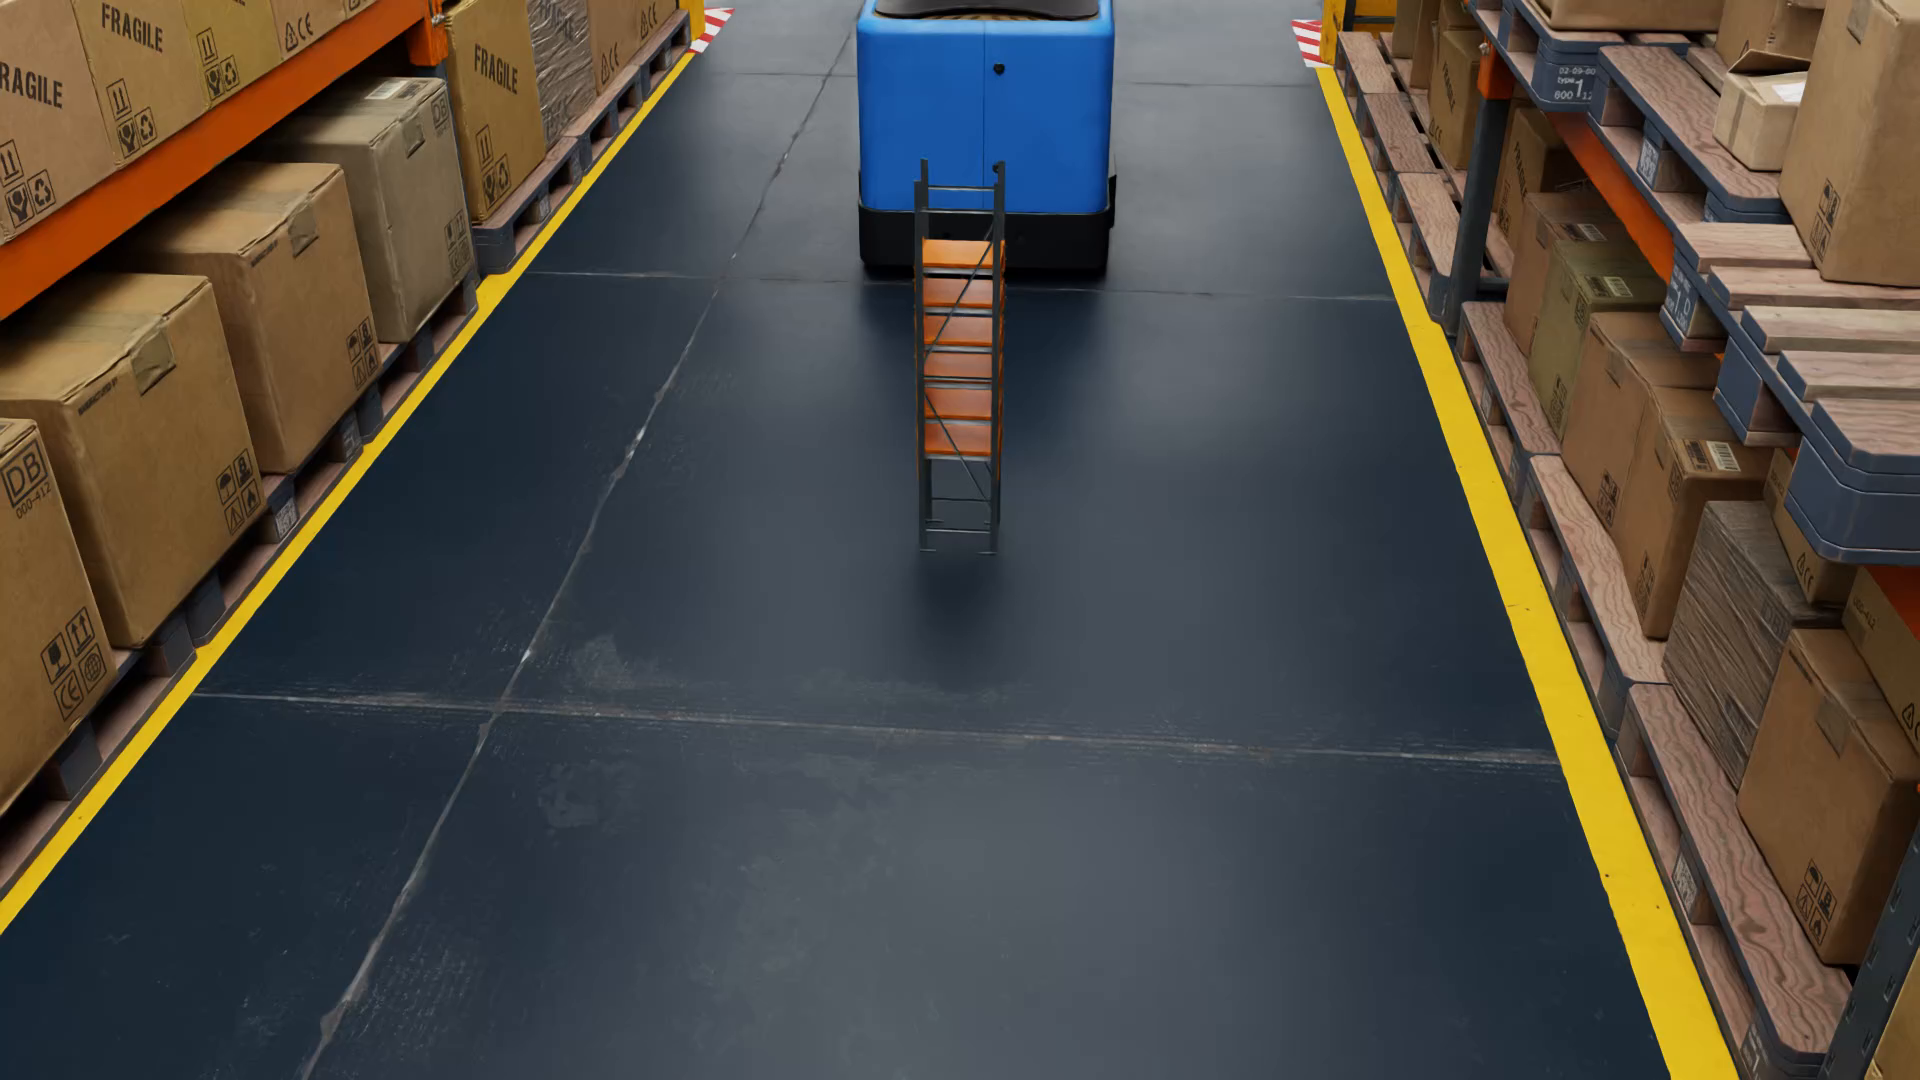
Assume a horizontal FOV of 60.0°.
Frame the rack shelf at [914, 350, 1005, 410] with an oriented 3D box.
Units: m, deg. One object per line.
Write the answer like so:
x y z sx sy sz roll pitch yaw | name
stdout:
0.001 -0.481 4.971 0.258 0.103 0.180 2 32 4 | rack shelf

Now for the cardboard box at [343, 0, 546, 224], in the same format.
-2.397 -1.947 7.174 0.875 0.875 0.875 3 32 5 | cardboard box

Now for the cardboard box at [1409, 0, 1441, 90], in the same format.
2.661 -2.648 8.670 0.500 0.500 0.500 11 33 17 | cardboard box

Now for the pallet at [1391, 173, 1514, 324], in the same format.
2.437 -1.247 7.073 1.003 0.211 1.213 2 32 4 | pallet

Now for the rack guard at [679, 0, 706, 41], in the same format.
-2.190 -3.386 10.269 1.175 0.500 0.348 2 32 4 | rack guard

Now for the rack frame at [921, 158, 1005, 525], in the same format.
0.009 -0.566 5.025 0.240 1.200 0.006 2 32 4 | rack frame

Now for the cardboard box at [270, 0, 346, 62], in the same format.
-2.335 -1.841 5.282 0.500 0.500 0.500 2 32 3 | cardboard box

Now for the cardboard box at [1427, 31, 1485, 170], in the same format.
2.501 -2.032 7.670 0.500 0.500 0.500 0 32 0 | cardboard box

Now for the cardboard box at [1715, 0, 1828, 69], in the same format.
2.368 -1.394 4.154 0.797 0.503 0.637 6 32 9 | cardboard box

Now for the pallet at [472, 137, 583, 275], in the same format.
-2.378 -1.554 7.570 1.003 0.211 1.213 2 32 4 | pallet

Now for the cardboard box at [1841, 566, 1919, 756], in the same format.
2.116 0.216 3.289 0.500 0.250 0.500 4 32 6 | cardboard box

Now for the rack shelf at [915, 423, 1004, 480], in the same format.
0.001 -0.276 5.097 0.258 0.103 0.180 2 32 4 | rack shelf

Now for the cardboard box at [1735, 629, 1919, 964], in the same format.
2.126 0.536 3.485 0.700 0.500 0.500 1 32 1 | cardboard box

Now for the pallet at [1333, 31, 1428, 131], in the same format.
2.636 -2.523 9.143 1.003 0.211 1.213 2 32 4 | pallet

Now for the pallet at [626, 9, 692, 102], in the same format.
-2.179 -2.829 9.640 1.003 0.211 1.213 2 32 4 | pallet

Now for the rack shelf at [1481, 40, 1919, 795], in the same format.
2.255 -0.730 4.261 1.077 0.370 4.000 2 32 4 | rack shelf

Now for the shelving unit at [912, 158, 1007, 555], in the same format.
0.001 -0.518 4.947 0.258 1.200 0.189 2 32 4 | shelving unit

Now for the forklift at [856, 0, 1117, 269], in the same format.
0.165 -3.122 7.523 1.130 2.935 3.031 1 32 2 | forklift

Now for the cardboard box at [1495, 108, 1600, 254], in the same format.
2.490 -1.404 6.651 0.500 0.500 0.500 2 32 2 | cardboard box

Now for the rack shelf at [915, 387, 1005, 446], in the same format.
0.001 -0.378 5.034 0.258 0.103 0.180 2 32 4 | rack shelf

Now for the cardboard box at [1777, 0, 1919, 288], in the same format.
2.042 -0.792 3.180 0.700 0.500 0.500 7 32 11 | cardboard box

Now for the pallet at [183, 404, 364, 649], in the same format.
-2.602 -0.113 5.232 1.003 0.211 1.213 2 32 4 | pallet

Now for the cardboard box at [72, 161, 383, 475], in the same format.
-2.561 -0.735 5.327 1.050 0.750 0.750 2 32 4 | cardboard box

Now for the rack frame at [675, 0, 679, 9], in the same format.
-2.192 -4.438 9.592 1.000 3.000 0.127 2 32 4 | rack frame

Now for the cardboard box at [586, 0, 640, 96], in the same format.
-2.251 -2.895 8.713 0.875 0.875 0.875 2 32 3 | cardboard box

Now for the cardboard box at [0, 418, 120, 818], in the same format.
-2.704 0.210 3.795 1.050 0.750 0.750 2 32 3 | cardboard box

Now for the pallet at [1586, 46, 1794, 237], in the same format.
2.212 -0.945 4.108 1.003 0.211 1.213 2 32 4 | pallet

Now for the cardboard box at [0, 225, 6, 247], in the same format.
-2.499 -0.787 3.572 0.500 0.500 0.500 2 32 4 | cardboard box

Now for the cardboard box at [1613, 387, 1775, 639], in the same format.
2.198 -0.052 4.438 0.700 0.500 0.500 5 32 8 | cardboard box

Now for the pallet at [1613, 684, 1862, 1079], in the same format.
2.157 0.788 3.769 1.003 0.211 1.213 2 32 4 | pallet

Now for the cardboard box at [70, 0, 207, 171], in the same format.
-2.415 -1.311 4.422 0.500 0.500 0.500 2 32 3 | cardboard box

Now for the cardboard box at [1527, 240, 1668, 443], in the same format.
2.288 -0.636 5.386 0.700 0.500 0.500 2 32 4 | cardboard box

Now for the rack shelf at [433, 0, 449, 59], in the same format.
-2.355 -3.086 8.084 1.077 0.370 4.000 2 32 4 | rack shelf

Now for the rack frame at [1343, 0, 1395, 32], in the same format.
2.743 -4.173 9.163 1.000 3.000 0.127 2 32 4 | rack frame

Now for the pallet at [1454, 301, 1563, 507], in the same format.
2.356 -0.487 5.840 1.003 0.211 1.213 2 32 4 | pallet
